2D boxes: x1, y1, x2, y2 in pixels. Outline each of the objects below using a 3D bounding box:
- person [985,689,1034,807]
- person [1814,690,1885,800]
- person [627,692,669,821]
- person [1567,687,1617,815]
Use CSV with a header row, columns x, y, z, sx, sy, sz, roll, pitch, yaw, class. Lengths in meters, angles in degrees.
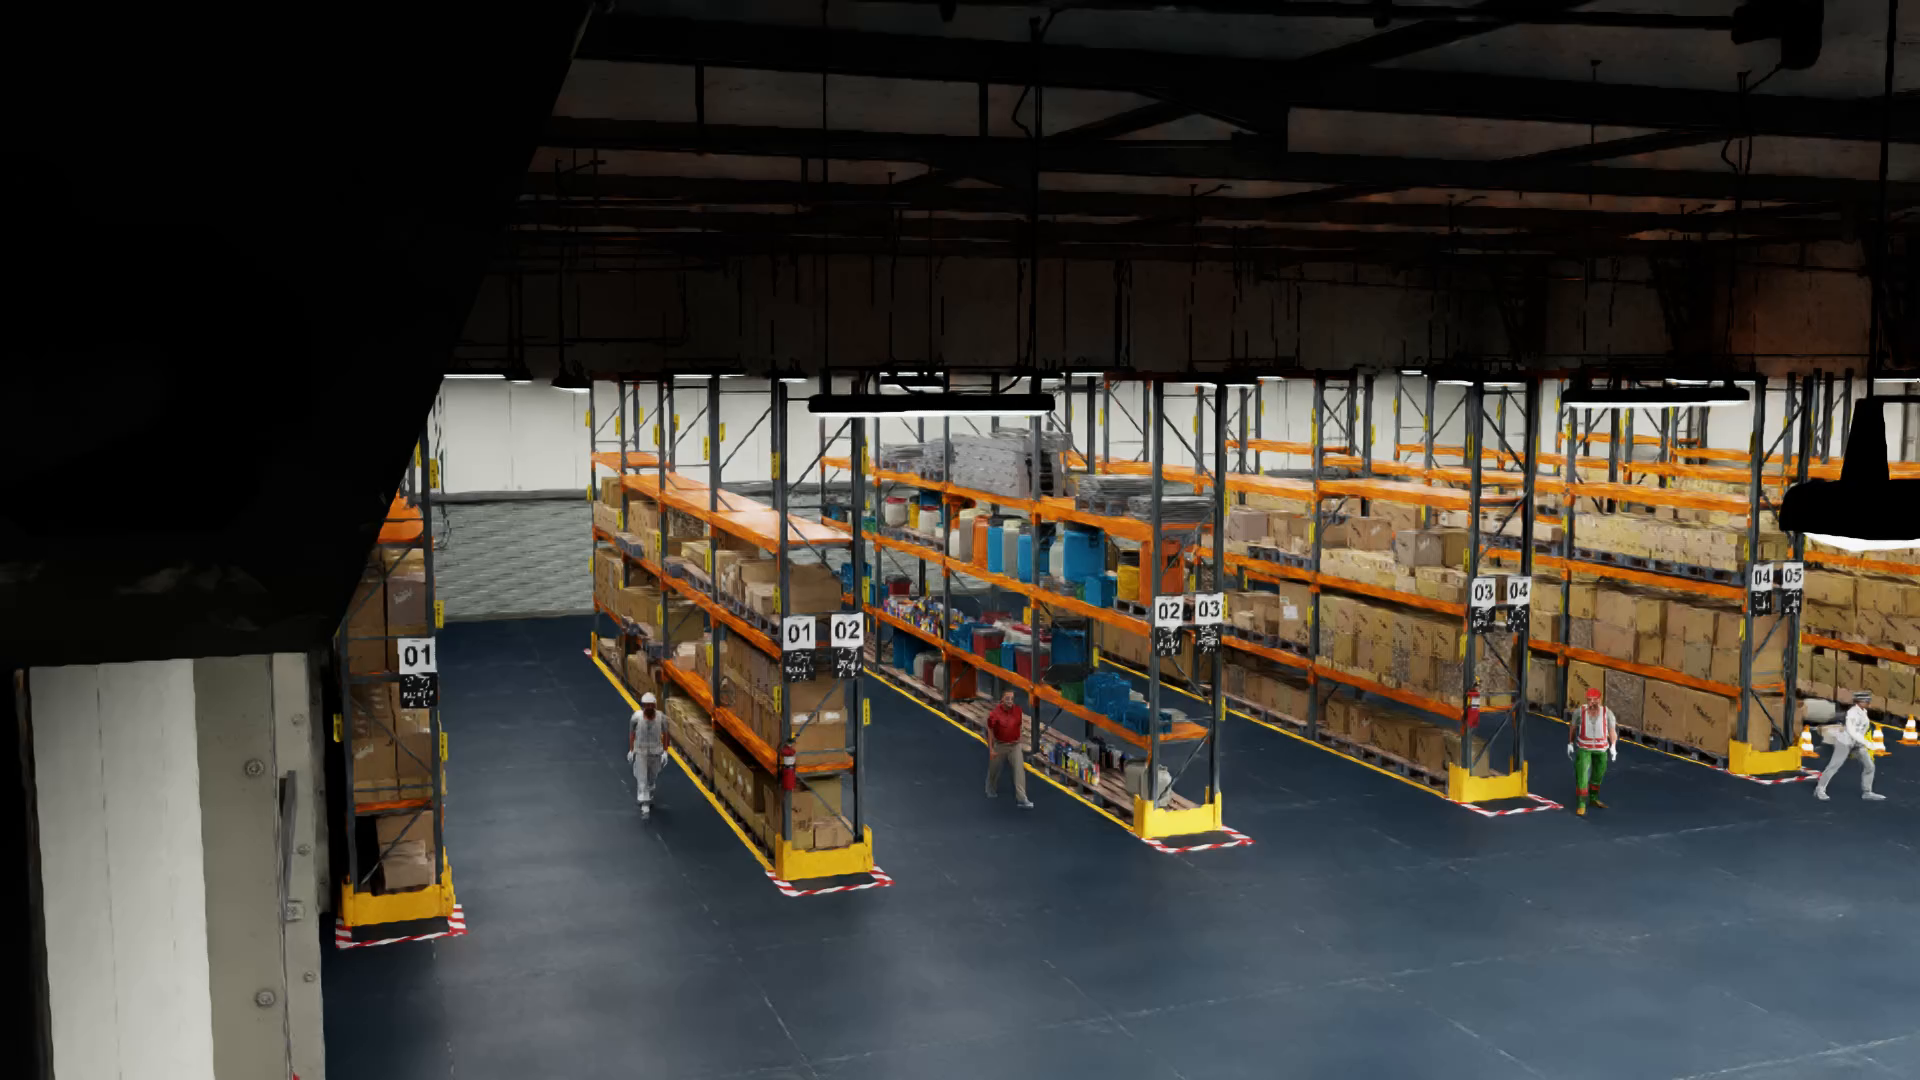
x,y,z,sx,sy,sz,roll,pitch,yaw,class
0.644,2.891,23.380,0.542,1.645,1.126,-2,7,-18,person
12.627,2.896,23.587,0.643,1.612,0.794,-5,8,-38,person
-4.259,2.918,22.828,0.551,1.707,1.108,-2,7,-20,person
8.756,2.893,23.046,0.620,1.759,0.682,1,7,12,person
